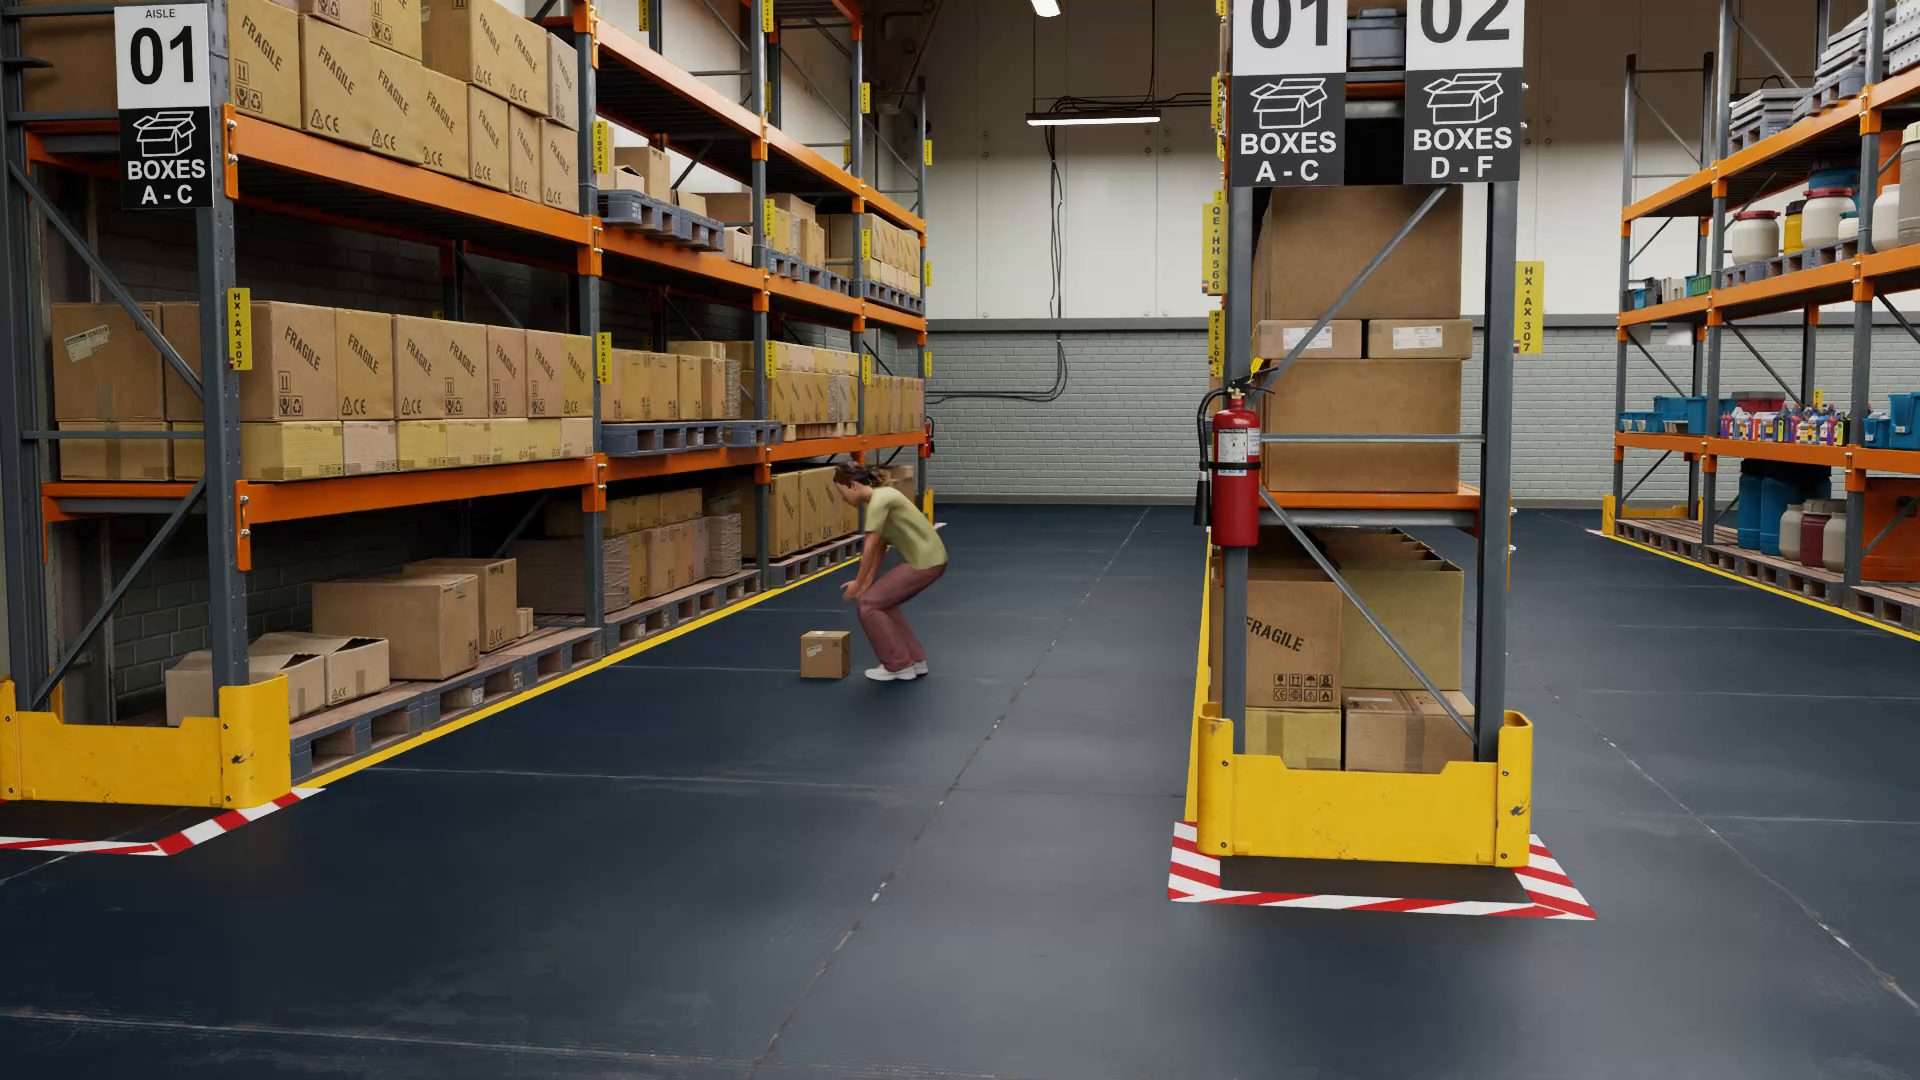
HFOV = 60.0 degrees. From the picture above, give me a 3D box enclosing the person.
[{"bbox_3d":[-0.421,0.258,9.972,0.683,1.149,0.511,1,5,9],"label":"person"}]
